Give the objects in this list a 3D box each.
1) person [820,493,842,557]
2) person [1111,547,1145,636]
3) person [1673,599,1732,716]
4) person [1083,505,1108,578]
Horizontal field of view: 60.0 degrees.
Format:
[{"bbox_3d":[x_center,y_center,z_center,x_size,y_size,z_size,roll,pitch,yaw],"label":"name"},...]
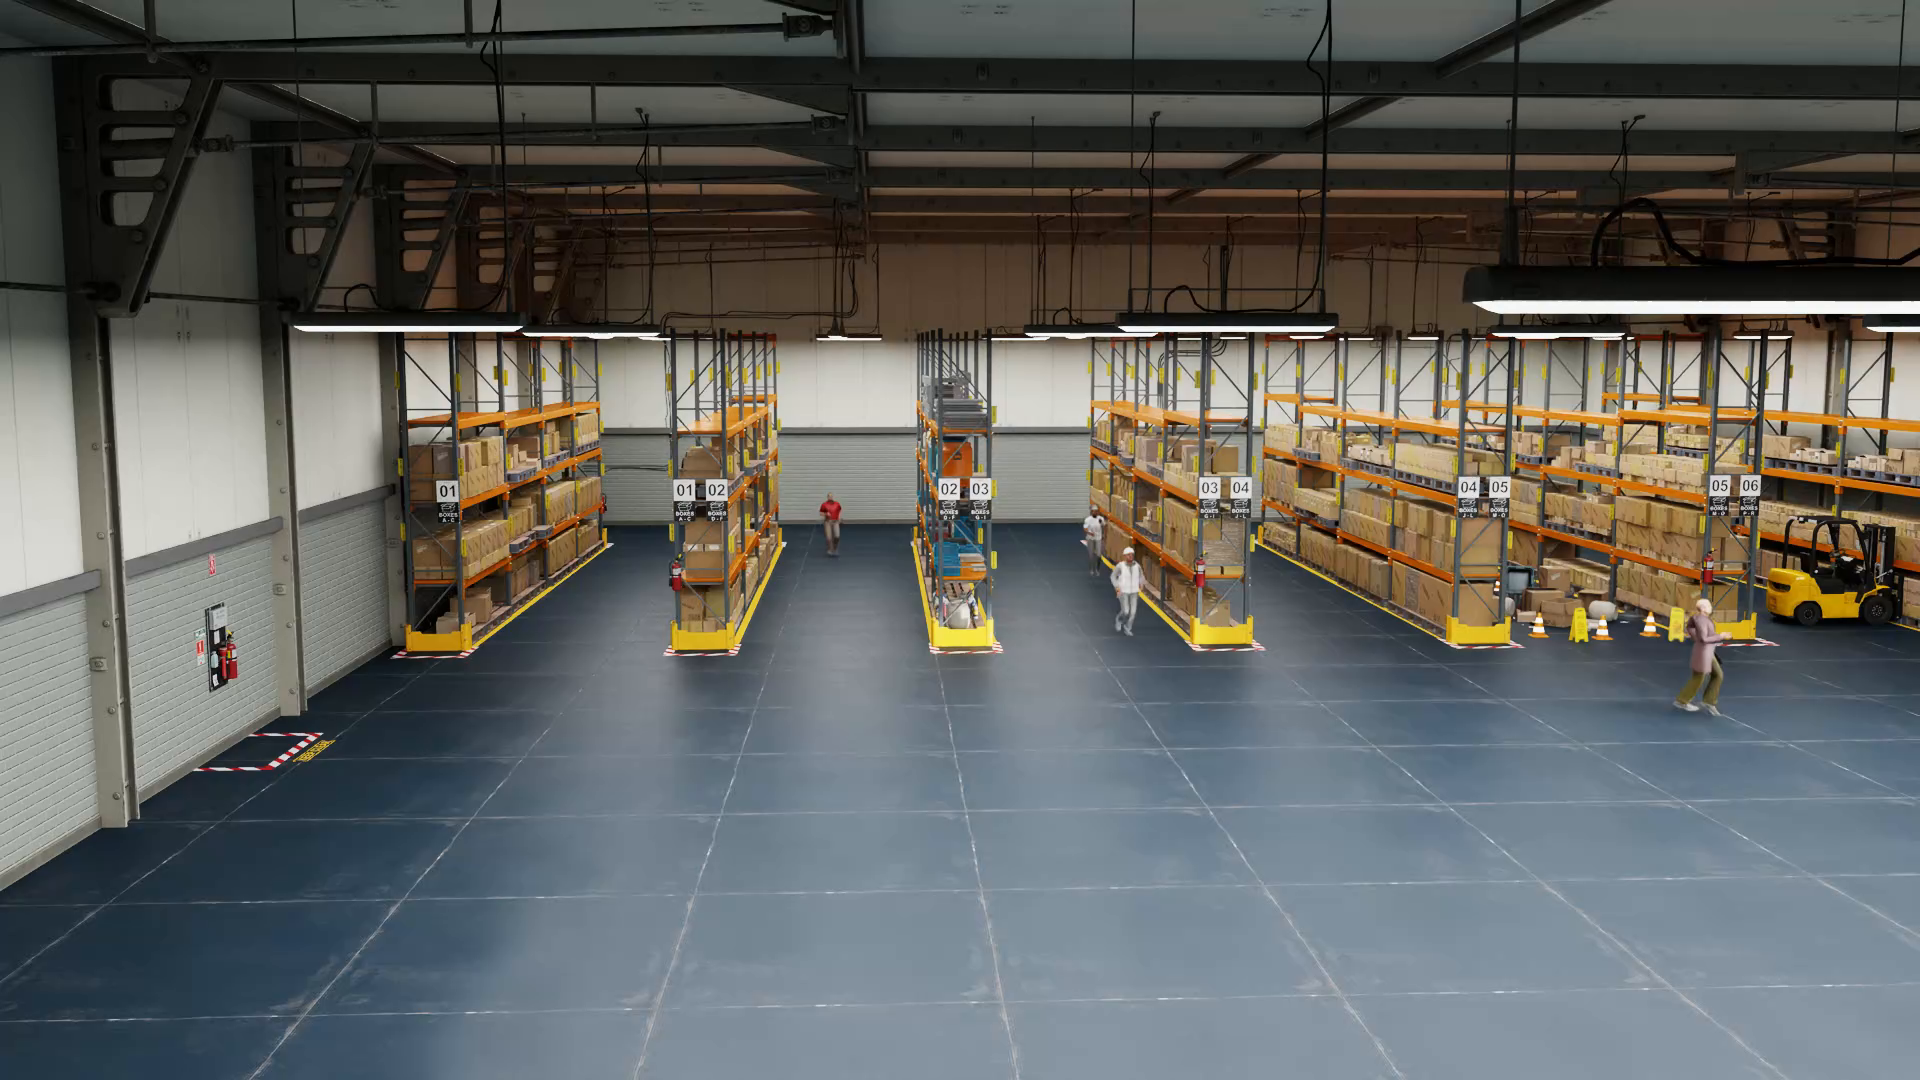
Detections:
[{"bbox_3d":[-3.452,-0.397,44.850,0.643,1.755,0.676,-2,7,-14],"label":"person"},{"bbox_3d":[3.327,1.011,32.743,0.676,1.743,0.576,-2,7,-15],"label":"person"},{"bbox_3d":[11.481,1.826,25.680,0.793,1.844,0.685,4,8,30],"label":"person"},{"bbox_3d":[3.182,0.034,38.927,0.594,1.737,0.634,0,7,-2],"label":"person"}]
